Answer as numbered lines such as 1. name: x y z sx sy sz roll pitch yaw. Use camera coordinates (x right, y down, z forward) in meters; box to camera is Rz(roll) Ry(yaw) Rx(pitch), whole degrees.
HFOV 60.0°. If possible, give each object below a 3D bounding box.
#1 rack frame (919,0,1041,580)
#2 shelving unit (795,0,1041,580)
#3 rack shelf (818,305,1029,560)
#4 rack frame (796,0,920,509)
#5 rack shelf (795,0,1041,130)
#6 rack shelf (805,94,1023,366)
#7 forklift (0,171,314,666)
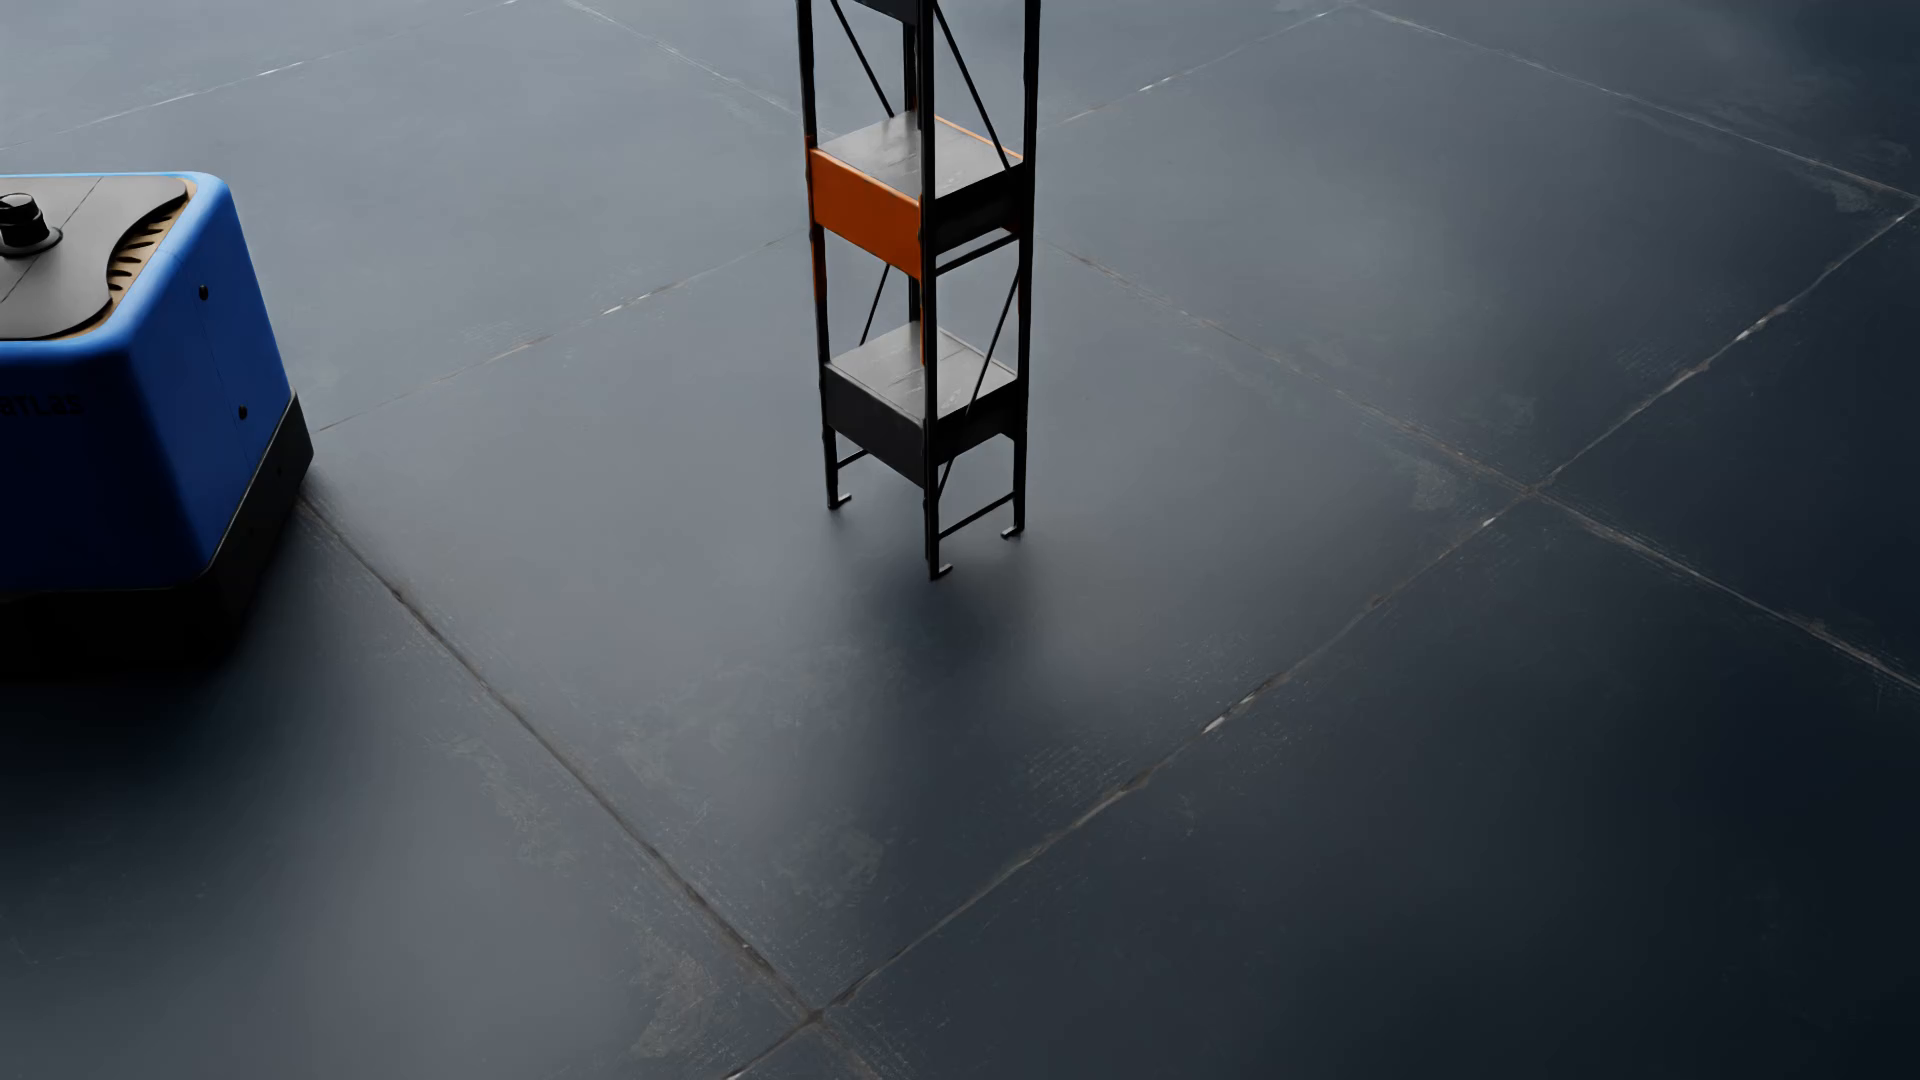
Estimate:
1. rack frame: 0.053 -0.781 4.545 0.400 2.100 0.015 -30 48 -32
2. shelving unit: -0.112 -0.893 4.685 0.431 2.100 0.503 -30 48 -32
3. rack shelf: -0.112 -0.338 5.134 0.431 0.518 0.480 -30 48 -32
4. rack frame: -0.277 -1.006 4.825 0.400 2.100 0.015 -30 48 -32
5. rack shelf: -0.112 -1.427 4.254 0.431 0.518 0.480 -30 48 -32
6. rack shelf: -0.112 -0.883 4.694 0.431 0.518 0.480 -30 48 -32
7. forklift: -3.628 -1.060 4.230 3.031 2.935 1.130 -1 39 -2
